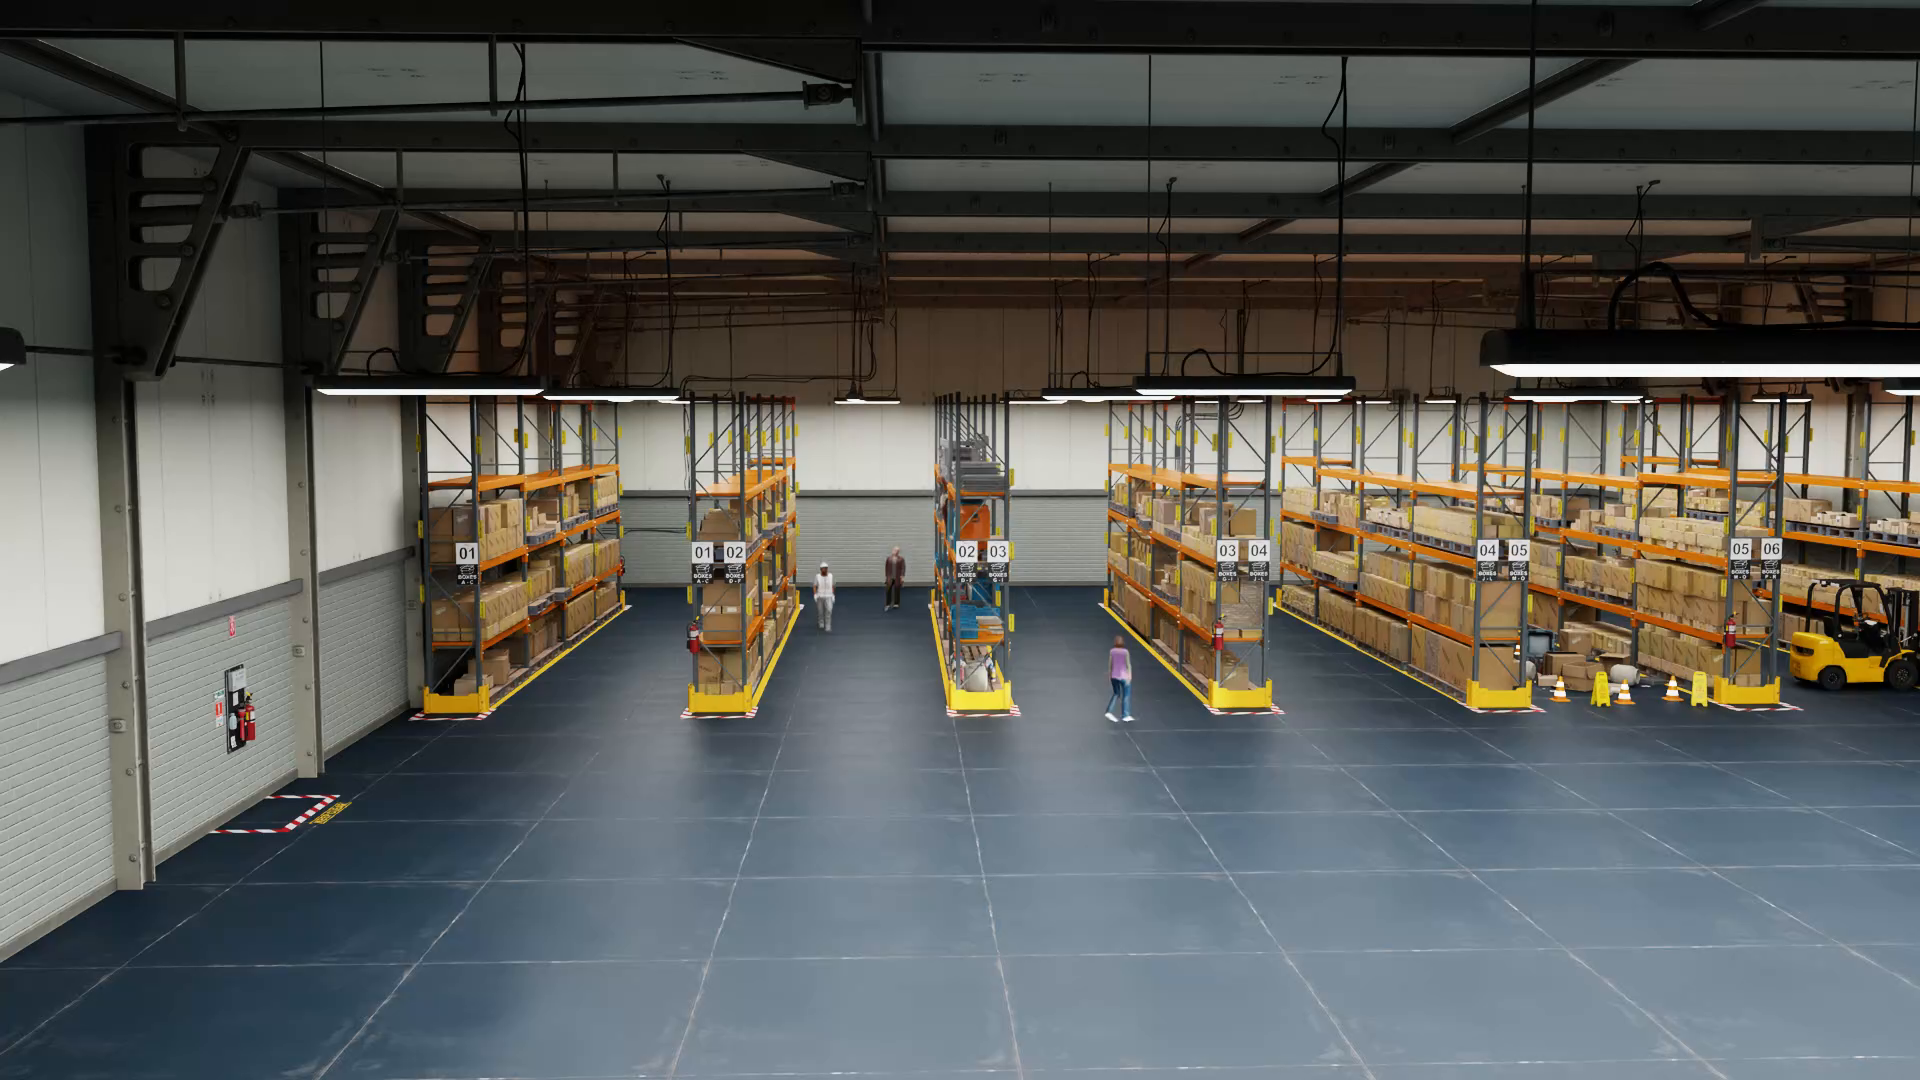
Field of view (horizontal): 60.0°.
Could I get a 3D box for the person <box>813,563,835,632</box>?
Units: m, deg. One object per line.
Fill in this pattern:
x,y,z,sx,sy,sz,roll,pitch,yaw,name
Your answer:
-3.460,1.455,42.385,0.565,1.743,0.999,-1,5,-7,person

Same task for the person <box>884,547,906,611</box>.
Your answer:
-1.841,1.103,46.936,0.620,1.805,0.814,1,5,12,person

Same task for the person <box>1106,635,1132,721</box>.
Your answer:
2.940,2.515,30.288,0.435,1.593,0.467,4,6,37,person
